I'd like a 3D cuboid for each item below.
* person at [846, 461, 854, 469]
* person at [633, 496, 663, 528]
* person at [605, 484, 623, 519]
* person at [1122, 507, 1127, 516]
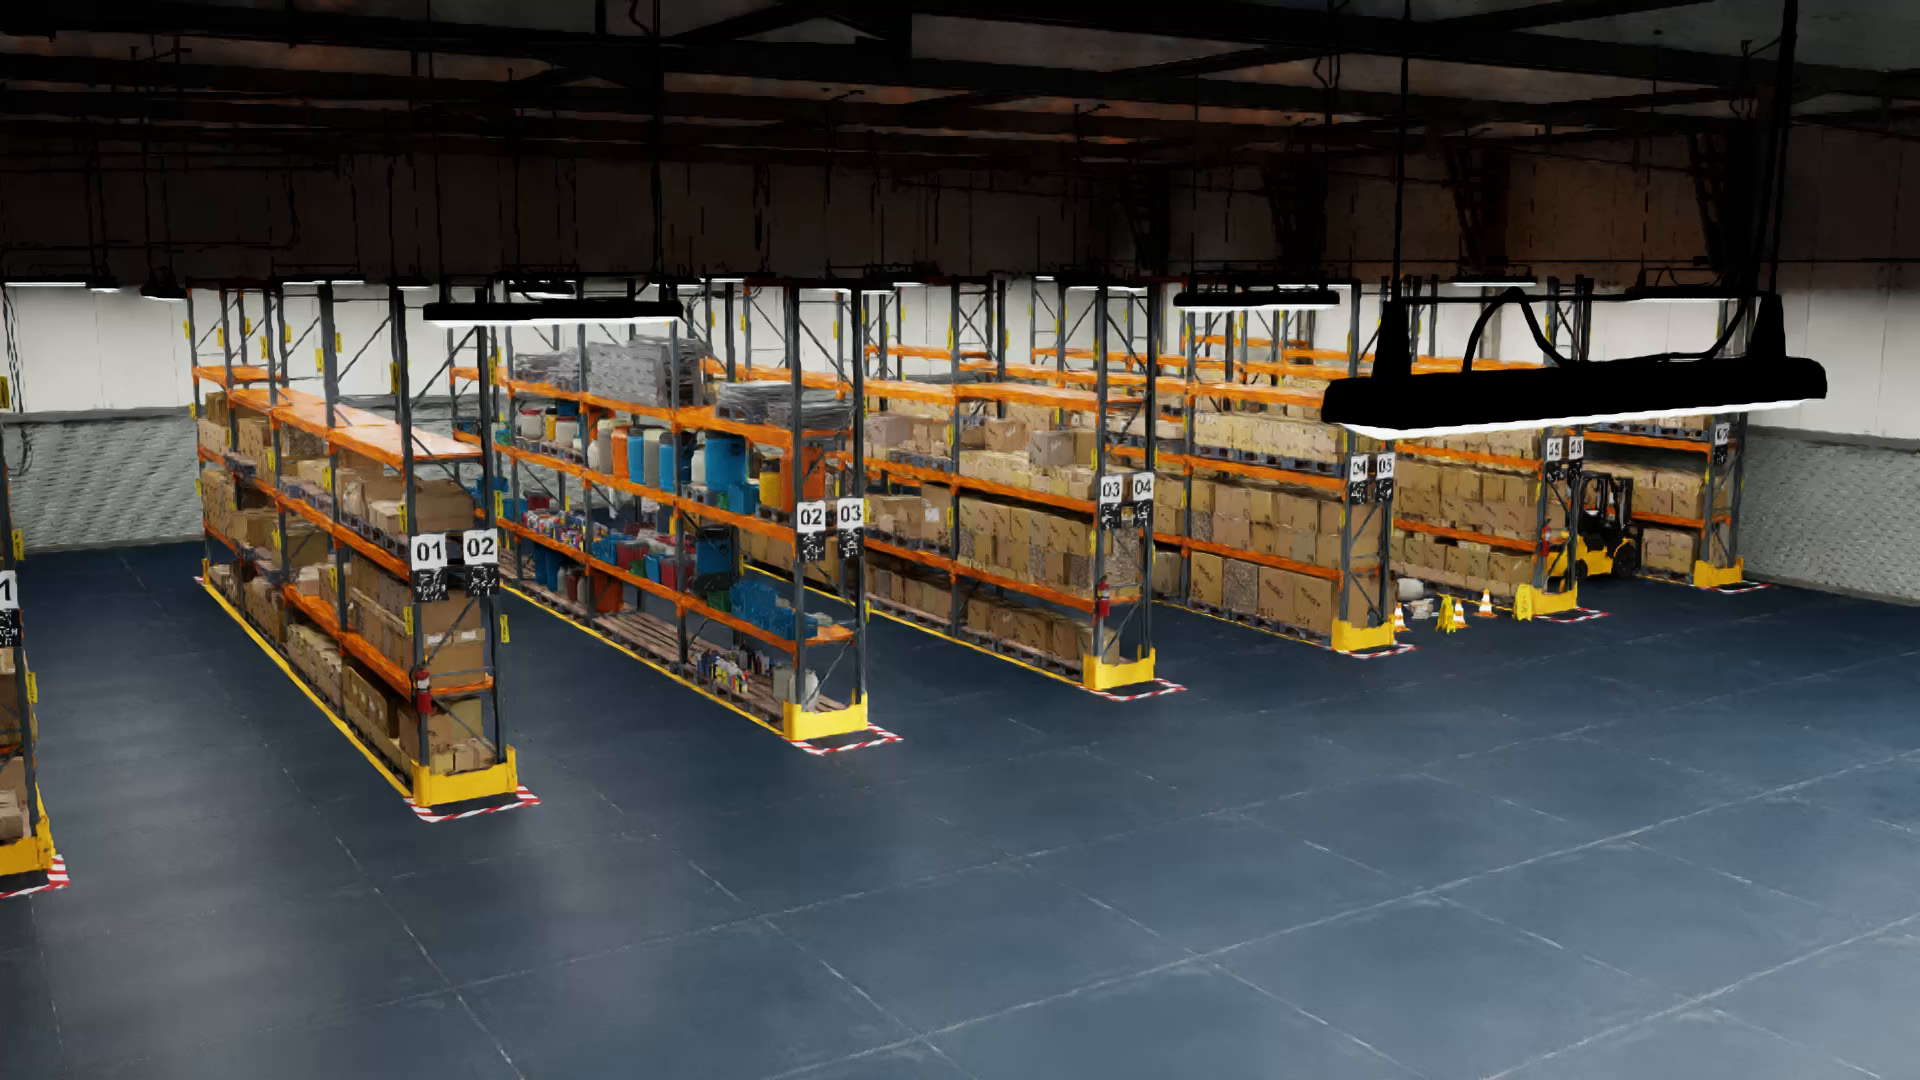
[{"bbox_3d":[-2.917,-1.993,44.705,0.588,1.708,0.968,-1,10,-8],"label":"person"},{"bbox_3d":[-6.913,-0.677,36.888,0.672,1.725,0.569,-6,11,-33],"label":"person"},{"bbox_3d":[-8.528,-1.355,41.181,0.477,1.597,1.003,-4,10,-23],"label":"person"},{"bbox_3d":[2.884,0.115,30.219,0.632,1.771,0.448,5,11,26],"label":"person"}]
